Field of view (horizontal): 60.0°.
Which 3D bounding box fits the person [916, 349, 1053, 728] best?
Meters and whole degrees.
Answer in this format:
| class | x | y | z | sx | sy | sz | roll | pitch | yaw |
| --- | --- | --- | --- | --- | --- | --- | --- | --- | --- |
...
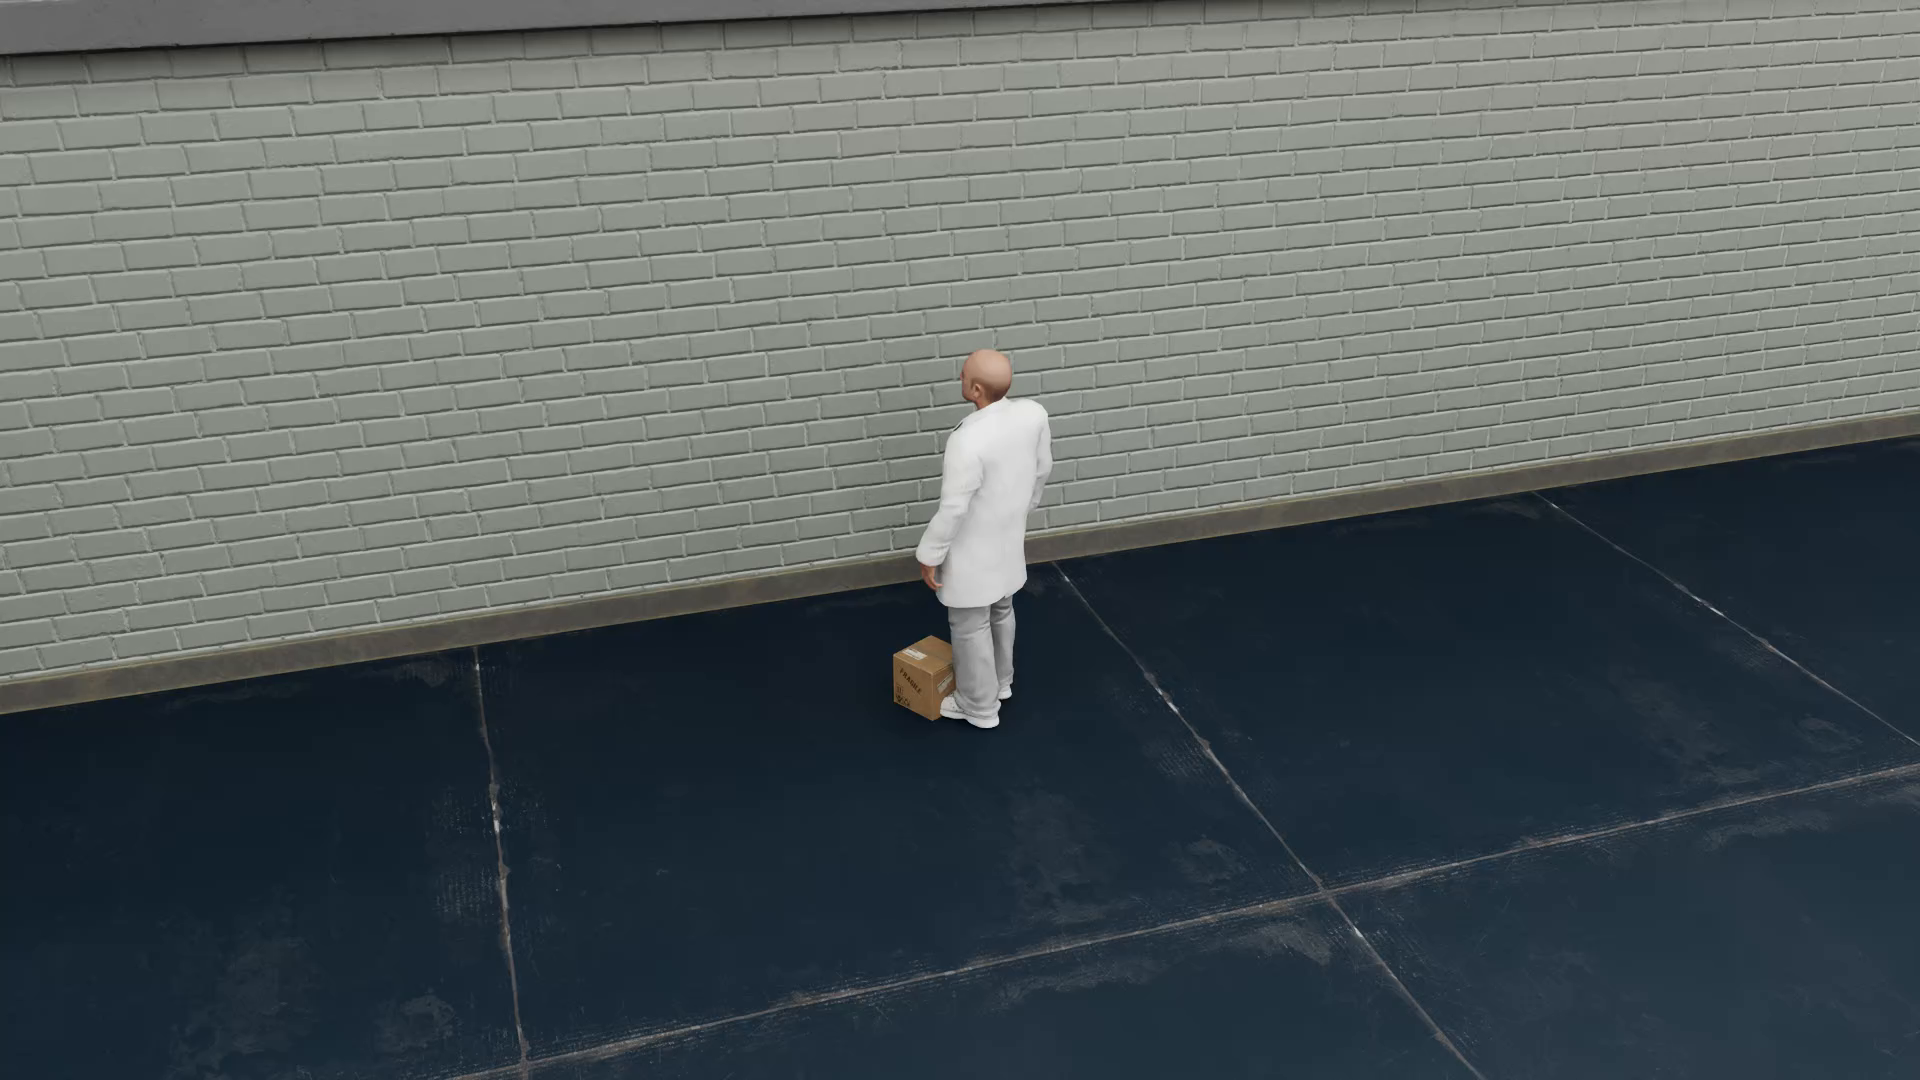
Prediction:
| class | x | y | z | sx | sy | sz | roll | pitch | yaw |
| --- | --- | --- | --- | --- | --- | --- | --- | --- | --- |
| person | 0.025 | -0.020 | 7.150 | 0.579 | 1.778 | 0.698 | 23 | 34 | 38 |
